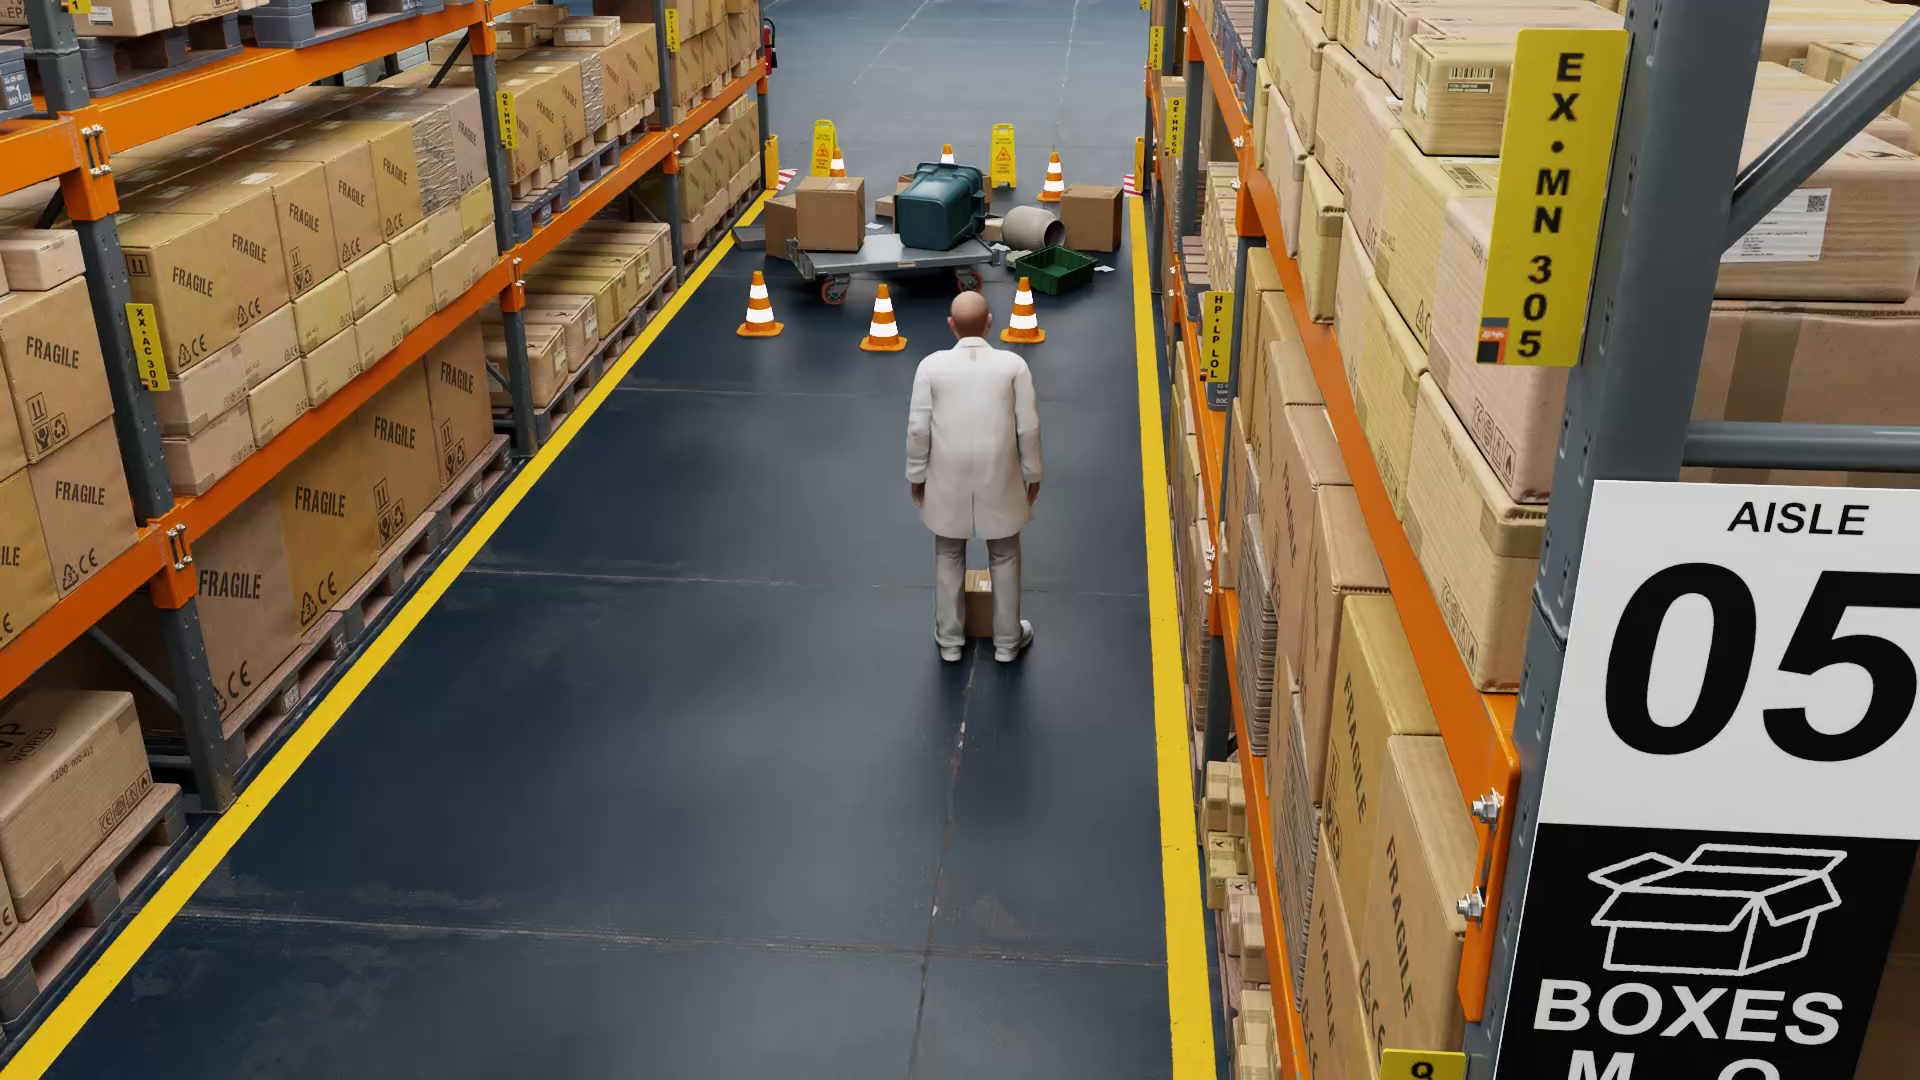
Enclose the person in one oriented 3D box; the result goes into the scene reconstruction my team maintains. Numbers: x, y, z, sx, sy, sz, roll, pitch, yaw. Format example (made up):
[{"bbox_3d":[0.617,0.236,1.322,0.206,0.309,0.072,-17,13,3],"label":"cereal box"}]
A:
[{"bbox_3d":[0.067,-0.279,7.745,0.647,1.773,0.427,1,24,2],"label":"person"}]
